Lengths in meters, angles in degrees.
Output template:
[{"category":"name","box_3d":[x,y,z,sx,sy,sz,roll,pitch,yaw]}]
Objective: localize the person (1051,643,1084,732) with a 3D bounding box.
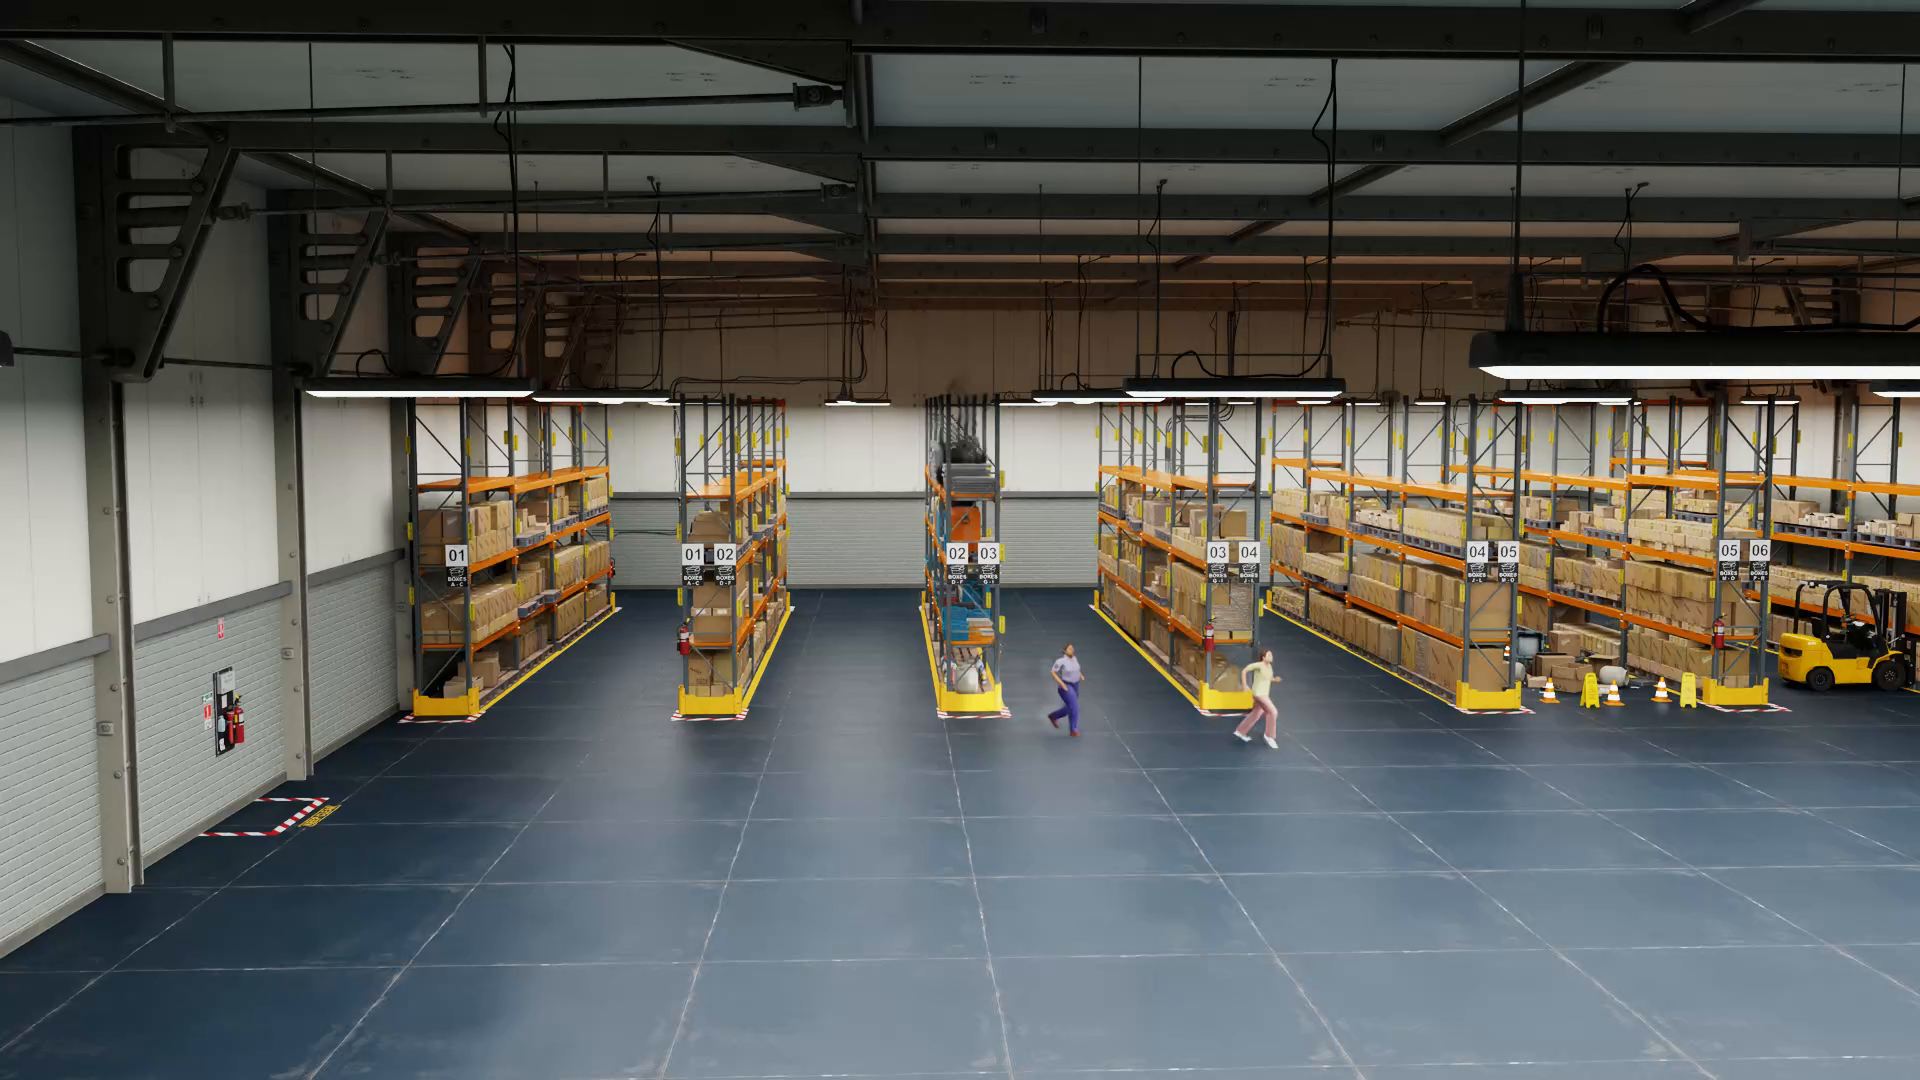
[{"category":"person","box_3d":[1.859,2.575,29.149,0.648,1.561,0.600,3,6,38]}]

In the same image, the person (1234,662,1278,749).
[{"category":"person","box_3d":[5.048,2.781,28.244,0.796,1.469,0.543,3,6,37]}]

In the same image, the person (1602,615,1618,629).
[{"category":"person","box_3d":[16.950,1.440,43.177,0.640,1.747,0.692,-1,5,-13]}]

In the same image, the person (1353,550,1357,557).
[{"category":"person","box_3d":[11.135,1.166,47.112,0.628,1.761,1.106,0,5,-2]}]

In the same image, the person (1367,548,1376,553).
[{"category":"person","box_3d":[12.173,1.028,49.210,0.576,1.615,0.605,-1,5,-7]}]
